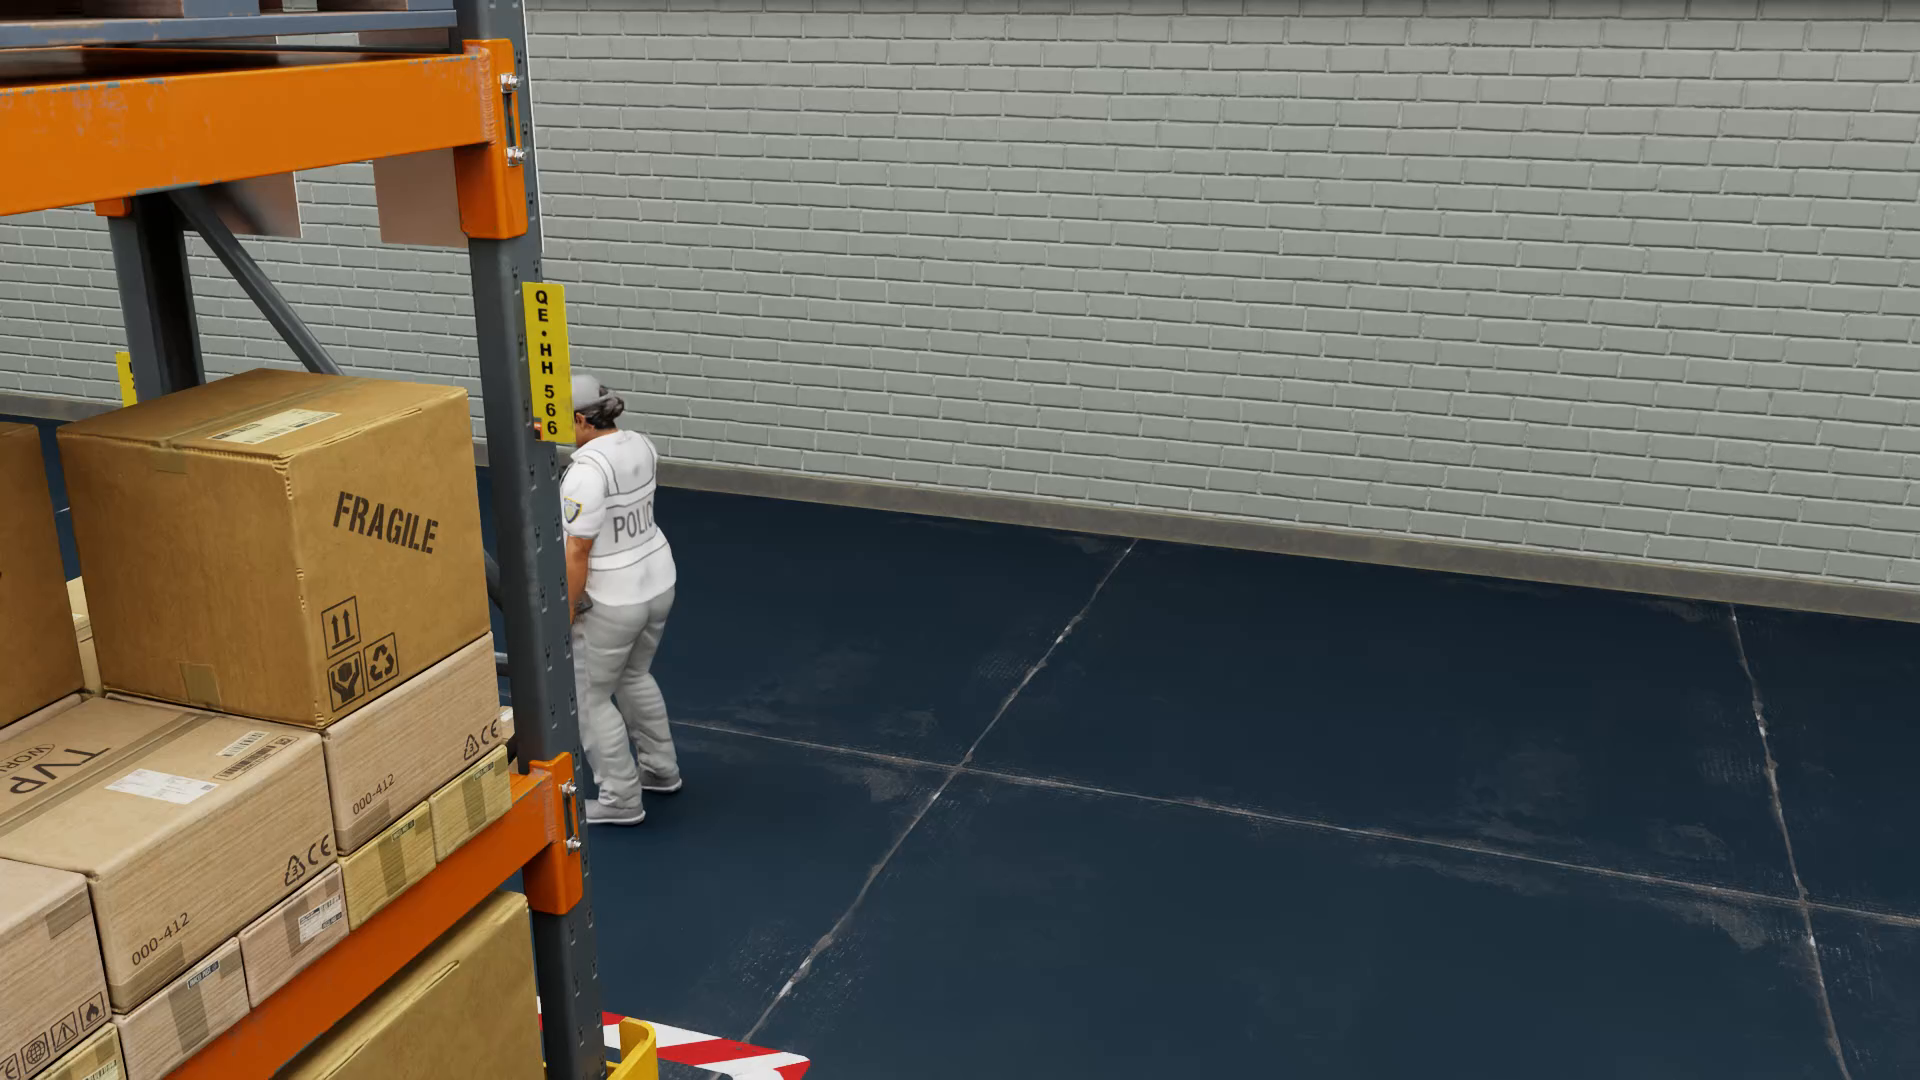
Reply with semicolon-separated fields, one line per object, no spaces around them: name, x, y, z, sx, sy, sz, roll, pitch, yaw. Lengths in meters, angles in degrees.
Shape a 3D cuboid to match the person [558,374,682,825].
person;-1.271;0.217;5.966;0.394;1.646;0.480;7;20;19
